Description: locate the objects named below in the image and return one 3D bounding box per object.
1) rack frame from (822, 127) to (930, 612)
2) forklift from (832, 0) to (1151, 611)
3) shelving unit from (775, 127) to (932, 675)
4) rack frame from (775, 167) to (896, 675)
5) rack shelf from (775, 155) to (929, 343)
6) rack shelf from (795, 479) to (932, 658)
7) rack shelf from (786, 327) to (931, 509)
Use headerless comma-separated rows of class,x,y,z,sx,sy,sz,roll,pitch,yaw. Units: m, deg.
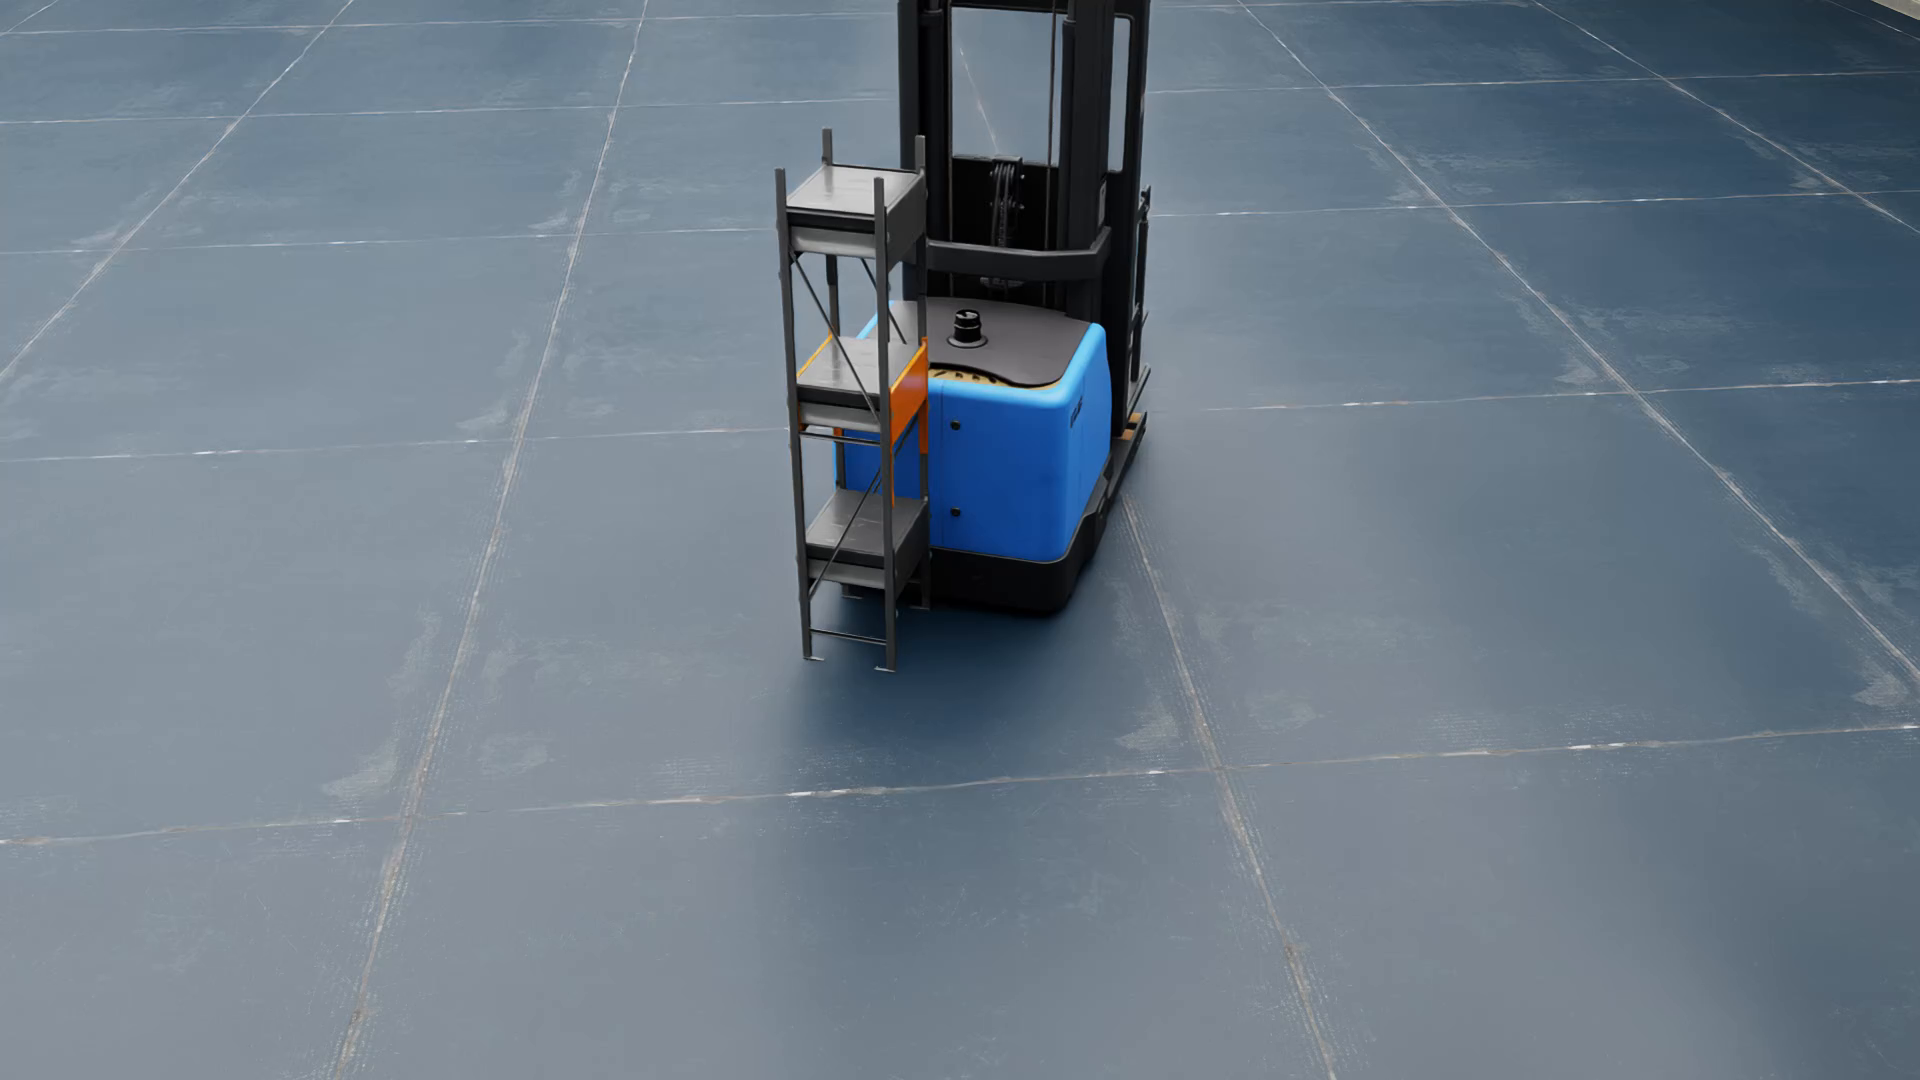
rack frame,-0.324,-0.621,6.742,0.400,2.100,0.015,8,32,14
forklift,0.336,-1.700,7.738,1.130,2.935,3.031,8,32,14
shelving unit,-0.391,-0.500,6.540,0.431,2.100,0.503,8,32,14
rack frame,-0.457,-0.380,6.338,0.400,2.100,0.015,8,32,14
rack shelf,-0.391,-1.090,6.188,0.431,0.518,0.480,8,32,14
rack shelf,-0.391,0.112,6.906,0.431,0.518,0.480,8,32,14
rack shelf,-0.391,-0.489,6.547,0.431,0.518,0.480,8,32,14
